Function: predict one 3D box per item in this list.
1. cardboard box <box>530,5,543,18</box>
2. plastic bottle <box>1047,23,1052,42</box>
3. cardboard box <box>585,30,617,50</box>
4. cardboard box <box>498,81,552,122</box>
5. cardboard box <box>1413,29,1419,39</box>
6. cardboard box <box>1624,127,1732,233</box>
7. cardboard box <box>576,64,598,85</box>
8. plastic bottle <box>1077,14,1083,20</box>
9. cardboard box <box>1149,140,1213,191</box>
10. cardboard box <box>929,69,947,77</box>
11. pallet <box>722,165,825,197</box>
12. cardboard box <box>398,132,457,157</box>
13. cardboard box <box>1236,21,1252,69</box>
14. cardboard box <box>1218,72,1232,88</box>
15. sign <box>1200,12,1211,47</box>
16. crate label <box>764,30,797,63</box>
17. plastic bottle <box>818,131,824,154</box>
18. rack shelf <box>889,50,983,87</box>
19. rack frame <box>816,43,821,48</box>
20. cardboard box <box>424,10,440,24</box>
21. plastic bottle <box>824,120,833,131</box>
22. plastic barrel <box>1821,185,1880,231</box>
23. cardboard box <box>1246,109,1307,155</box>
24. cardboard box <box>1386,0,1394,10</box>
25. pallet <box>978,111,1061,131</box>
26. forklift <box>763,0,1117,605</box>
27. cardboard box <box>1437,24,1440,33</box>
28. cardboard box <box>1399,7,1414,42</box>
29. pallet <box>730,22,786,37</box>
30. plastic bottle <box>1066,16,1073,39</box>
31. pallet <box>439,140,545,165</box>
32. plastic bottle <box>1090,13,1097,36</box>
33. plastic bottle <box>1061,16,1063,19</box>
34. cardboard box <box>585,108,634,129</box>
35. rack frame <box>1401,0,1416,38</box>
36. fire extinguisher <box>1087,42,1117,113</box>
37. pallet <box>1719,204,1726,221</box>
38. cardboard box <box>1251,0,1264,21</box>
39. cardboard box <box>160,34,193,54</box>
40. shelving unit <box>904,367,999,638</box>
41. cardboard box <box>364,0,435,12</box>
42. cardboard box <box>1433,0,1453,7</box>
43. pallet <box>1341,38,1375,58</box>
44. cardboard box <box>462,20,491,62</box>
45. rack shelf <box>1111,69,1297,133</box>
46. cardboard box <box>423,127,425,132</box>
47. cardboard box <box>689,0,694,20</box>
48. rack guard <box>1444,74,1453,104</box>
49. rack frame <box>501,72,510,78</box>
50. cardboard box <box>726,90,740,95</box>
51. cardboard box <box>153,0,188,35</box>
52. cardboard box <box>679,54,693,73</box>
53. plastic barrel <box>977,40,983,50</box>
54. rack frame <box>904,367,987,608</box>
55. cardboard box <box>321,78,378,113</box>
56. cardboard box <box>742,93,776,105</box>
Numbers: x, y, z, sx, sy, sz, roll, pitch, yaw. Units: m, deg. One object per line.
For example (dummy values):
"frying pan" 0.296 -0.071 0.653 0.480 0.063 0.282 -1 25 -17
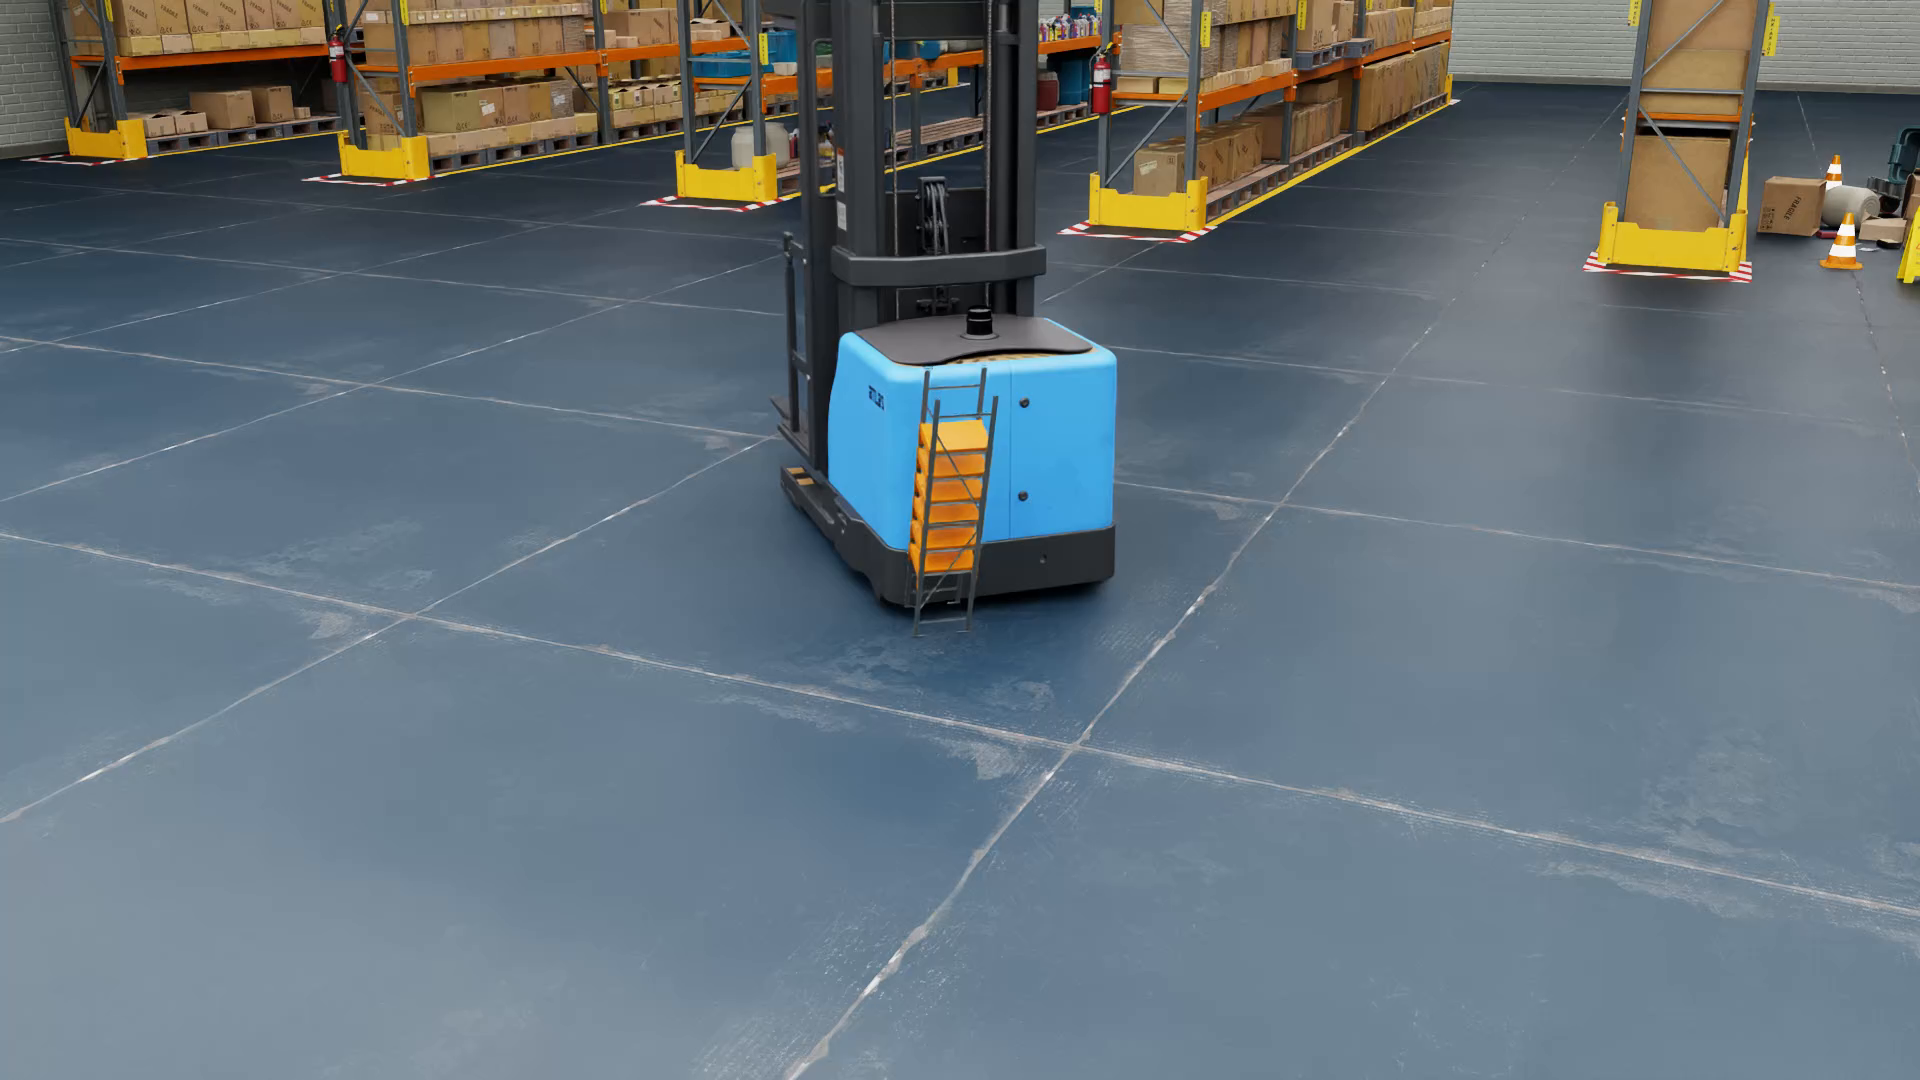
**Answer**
"cardboard box" -5.853 -7.123 22.405 0.380 0.149 0.250 8 21 22
"plastic bottle" 1.395 -7.945 26.007 0.061 0.283 0.133 9 21 23
"cardboard box" -5.357 -7.280 24.186 0.500 0.250 0.500 10 22 26
"cardboard box" -5.926 -5.973 22.646 0.500 0.500 0.500 9 21 23
"cardboard box" 7.218 -8.206 26.940 0.380 0.149 0.250 9 21 23
"cardboard box" 6.580 -3.313 15.351 0.875 0.875 0.875 9 21 23
"cardboard box" -7.273 -9.015 31.421 0.750 0.750 0.750 9 22 24
"plastic bottle" 1.989 -8.573 27.672 0.144 0.351 0.185 9 21 23
"cardboard box" 2.364 -4.007 17.863 0.500 0.500 0.500 15 25 37
"cardboard box" -0.603 -9.692 33.819 0.500 0.500 0.500 9 21 23
"pallet" -2.314 -4.254 19.615 1.003 0.211 1.213 9 21 23
"cardboard box" -6.734 -5.007 21.048 0.500 0.250 0.500 9 21 23
"cardboard box" 2.684 -5.430 18.167 0.875 0.500 0.500 9 21 23
"cardboard box" 2.642 -4.850 17.504 0.380 0.149 0.250 9 21 23
"sign" 2.374 -4.944 16.103 0.100 0.325 0.005 9 21 23
"crate label" -2.133 -5.907 20.049 0.502 0.435 0.616 9 21 23
"plastic bottle" -1.817 -5.047 21.092 0.152 0.276 0.135 9 21 23
"rack shelf" -0.183 -6.786 23.646 1.077 0.370 4.000 9 21 23
"rack frame" -2.243 -9.640 30.598 1.000 3.000 0.127 9 21 23
"cardboard box" -6.694 -6.496 20.639 0.380 0.149 0.250 8 21 21
"plastic bottle" -1.711 -5.283 21.643 0.144 0.351 0.185 9 22 24
"plastic barrel" 8.936 -3.351 16.760 0.421 0.421 0.512 -9 22 -24
"cardboard box" 4.001 -5.191 21.163 0.700 0.500 0.500 8 21 22
"cardboard box" 6.247 -8.394 25.450 0.797 0.503 0.637 9 21 23
"pallet" 0.921 -6.669 26.406 1.003 0.211 1.213 9 21 23
"forklift" -0.284 -1.567 7.999 1.130 2.935 3.031 -7 21 -18
"cardboard box" 8.063 -8.838 28.718 0.380 0.149 0.250 9 21 23
"cardboard box" 6.851 -8.146 26.248 0.500 0.500 0.500 9 21 23
"pallet" -3.667 -8.543 27.801 1.213 0.211 1.003 9 21 23
"plastic bottle" 1.745 -8.273 26.828 0.144 0.351 0.185 9 21 23
"pallet" -6.381 -5.269 22.468 1.003 0.211 1.213 9 21 23
"plastic bottle" 2.197 -8.610 27.775 0.144 0.351 0.185 9 21 23
"plastic bottle" 1.735 -8.850 28.552 0.061 0.283 0.133 9 21 23
"cardboard box" -5.128 -6.186 24.362 0.500 0.250 0.500 8 21 21
"rack frame" 6.793 -8.279 26.772 1.000 3.000 0.127 9 21 23
"fire extinguisher" 1.412 -4.603 16.550 0.296 0.674 0.183 9 21 23
"pallet" 7.120 -3.212 16.686 1.003 0.211 1.213 9 21 23
"cardboard box" 2.967 -5.859 17.880 0.500 0.500 0.500 9 21 23
"cardboard box" -10.989 -6.855 22.961 0.500 0.250 0.500 8 21 21
"shelving unit" -0.046 -0.124 6.543 0.258 1.200 0.189 -5 41 -13
"cardboard box" -6.932 -6.787 20.490 0.700 0.500 0.500 9 21 23
"cardboard box" 8.471 -9.740 29.540 0.500 0.500 0.500 9 21 23
"pallet" 4.960 -6.734 22.712 1.213 0.211 1.003 9 21 23
"cardboard box" -6.535 -6.472 21.540 0.700 0.500 0.500 9 21 23
"rack shelf" 2.698 -4.883 18.297 1.077 0.370 4.000 9 21 23
"cardboard box" -7.013 -5.233 21.682 0.500 0.250 0.500 9 21 23
"cardboard box" -5.934 -11.069 34.170 0.980 0.700 0.700 7 21 20
"rack guard" 8.441 -8.332 30.650 1.175 0.500 0.348 9 21 23
"rack frame" -8.402 -9.095 29.067 1.000 3.000 0.127 9 21 23
"cardboard box" -3.871 -7.389 26.910 0.500 0.311 0.500 9 22 24
"cardboard box" -10.997 -7.196 22.802 0.500 0.500 0.500 9 21 23
"cardboard box" -5.943 -9.863 34.328 0.700 0.500 0.500 9 22 24
"plastic barrel" 0.238 -7.316 23.897 0.421 0.512 0.421 0 20 0
"rack frame" -0.066 -0.183 6.610 0.240 1.200 0.006 -5 41 -13
"cardboard box" -9.754 -7.129 26.613 0.700 0.500 0.500 9 22 25
"cardboard box" -3.434 -7.546 27.785 0.500 0.500 0.500 10 22 25
